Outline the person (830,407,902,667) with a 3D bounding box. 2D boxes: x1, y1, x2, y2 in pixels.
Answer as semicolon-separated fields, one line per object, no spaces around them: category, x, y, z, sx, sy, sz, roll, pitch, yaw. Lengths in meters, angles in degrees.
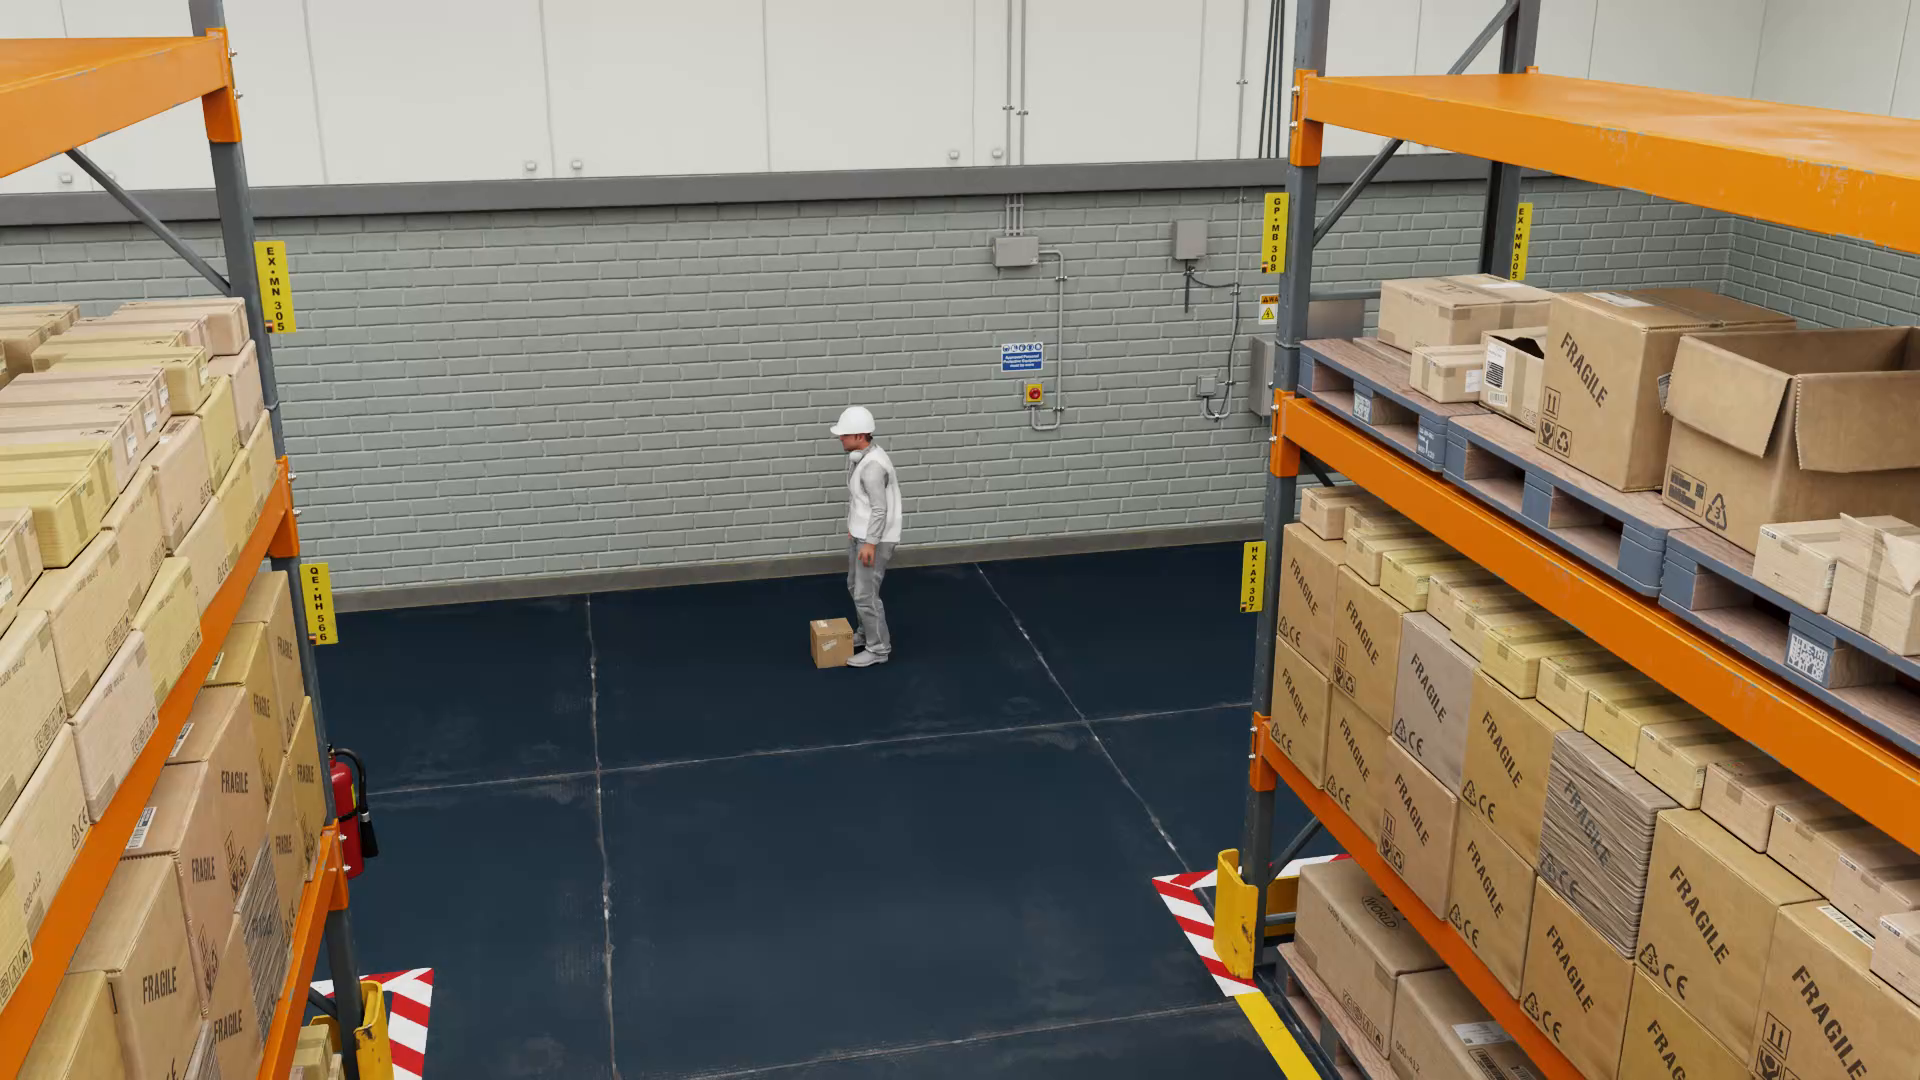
person;-0.623;-0.041;11.145;0.463;1.771;0.580;-4;20;-12
